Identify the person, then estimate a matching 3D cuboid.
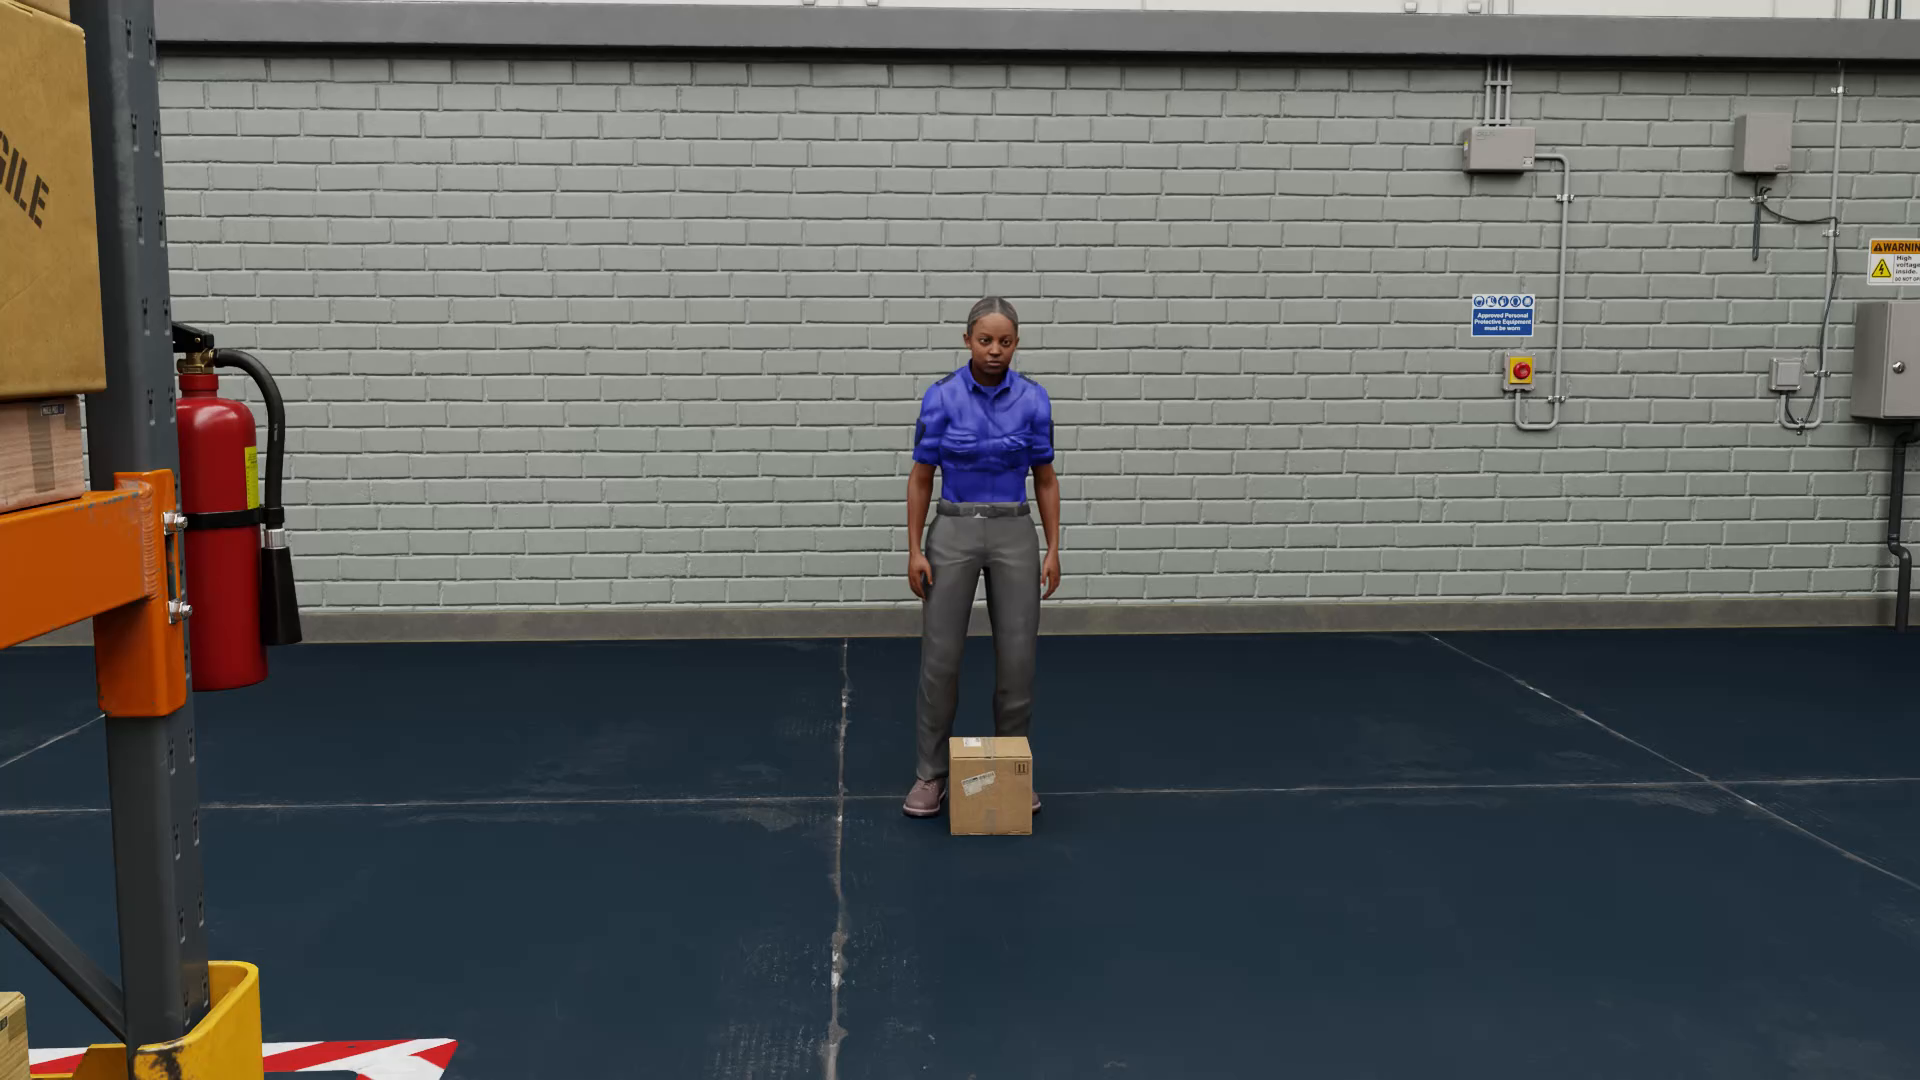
[{"bbox_3d":[0.069,0.048,5.378,0.522,1.655,0.351,-1,7,-5],"label":"person"}]
